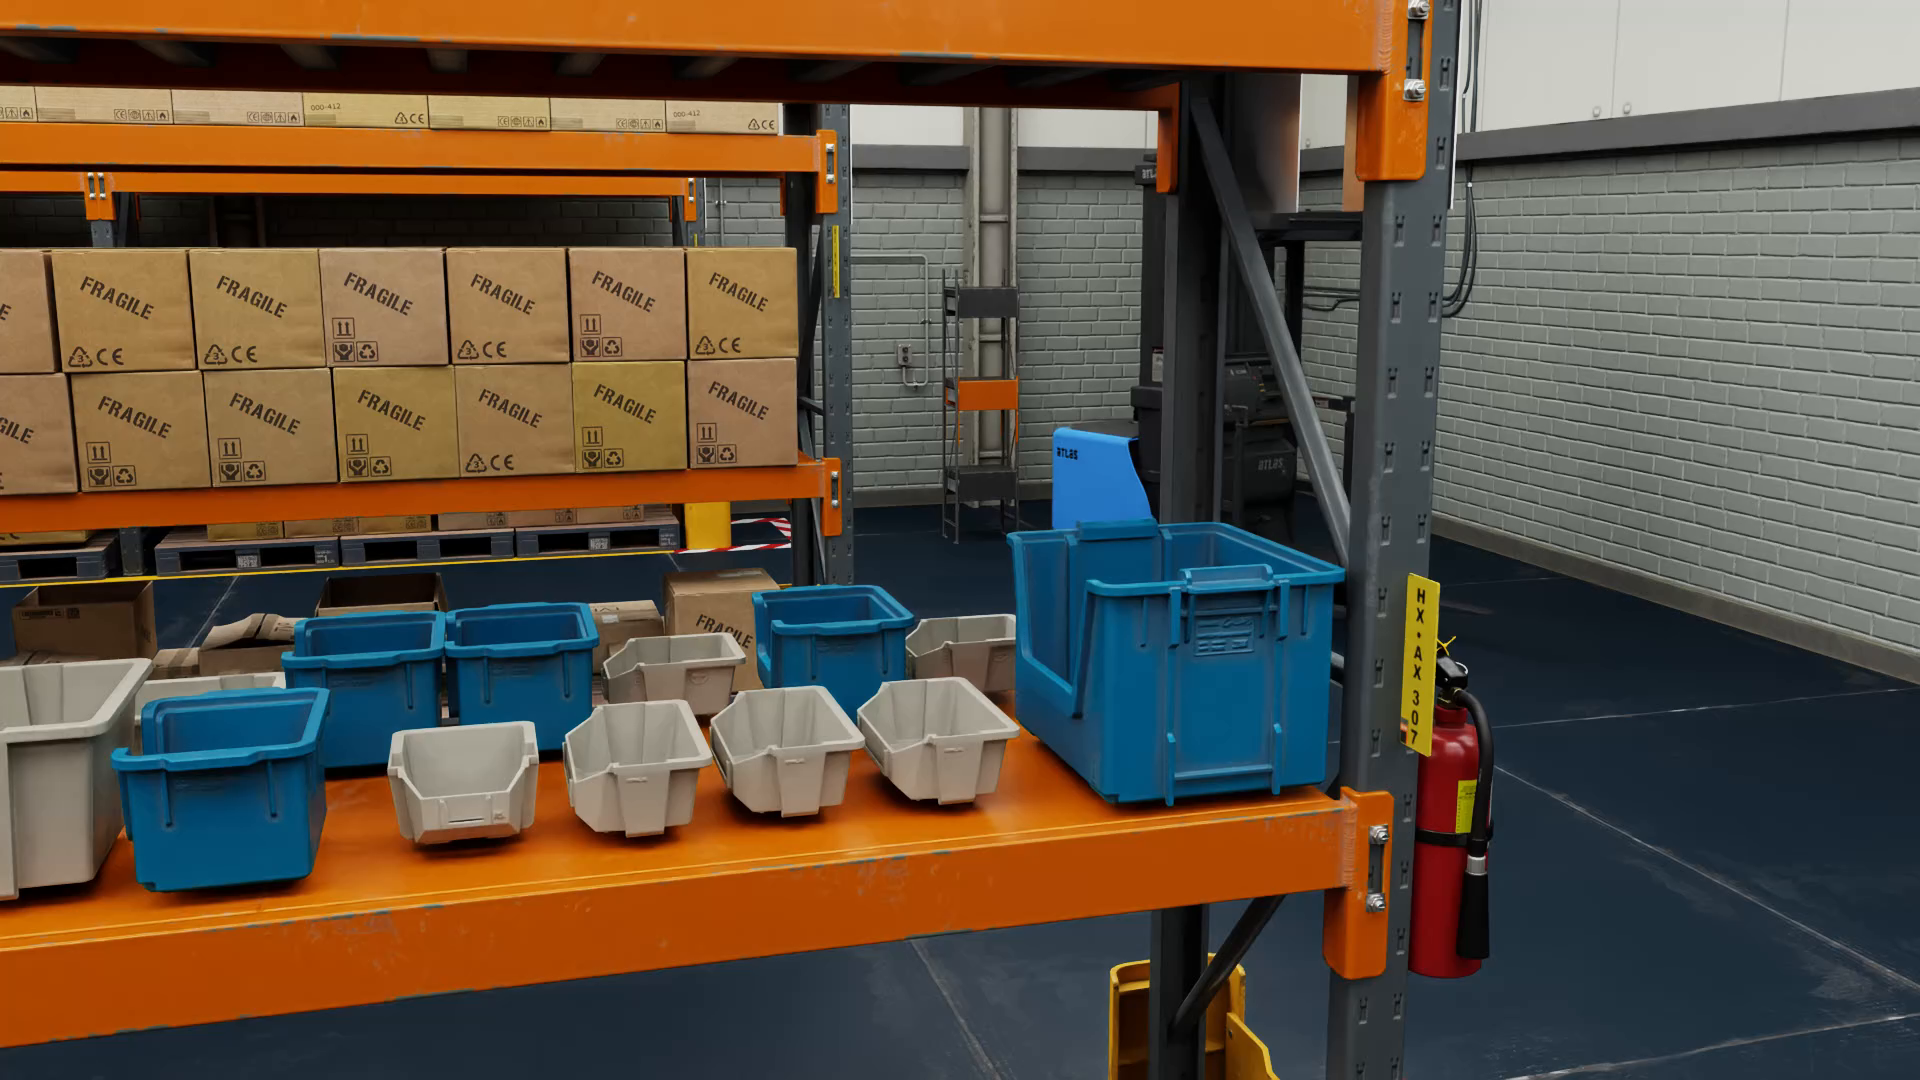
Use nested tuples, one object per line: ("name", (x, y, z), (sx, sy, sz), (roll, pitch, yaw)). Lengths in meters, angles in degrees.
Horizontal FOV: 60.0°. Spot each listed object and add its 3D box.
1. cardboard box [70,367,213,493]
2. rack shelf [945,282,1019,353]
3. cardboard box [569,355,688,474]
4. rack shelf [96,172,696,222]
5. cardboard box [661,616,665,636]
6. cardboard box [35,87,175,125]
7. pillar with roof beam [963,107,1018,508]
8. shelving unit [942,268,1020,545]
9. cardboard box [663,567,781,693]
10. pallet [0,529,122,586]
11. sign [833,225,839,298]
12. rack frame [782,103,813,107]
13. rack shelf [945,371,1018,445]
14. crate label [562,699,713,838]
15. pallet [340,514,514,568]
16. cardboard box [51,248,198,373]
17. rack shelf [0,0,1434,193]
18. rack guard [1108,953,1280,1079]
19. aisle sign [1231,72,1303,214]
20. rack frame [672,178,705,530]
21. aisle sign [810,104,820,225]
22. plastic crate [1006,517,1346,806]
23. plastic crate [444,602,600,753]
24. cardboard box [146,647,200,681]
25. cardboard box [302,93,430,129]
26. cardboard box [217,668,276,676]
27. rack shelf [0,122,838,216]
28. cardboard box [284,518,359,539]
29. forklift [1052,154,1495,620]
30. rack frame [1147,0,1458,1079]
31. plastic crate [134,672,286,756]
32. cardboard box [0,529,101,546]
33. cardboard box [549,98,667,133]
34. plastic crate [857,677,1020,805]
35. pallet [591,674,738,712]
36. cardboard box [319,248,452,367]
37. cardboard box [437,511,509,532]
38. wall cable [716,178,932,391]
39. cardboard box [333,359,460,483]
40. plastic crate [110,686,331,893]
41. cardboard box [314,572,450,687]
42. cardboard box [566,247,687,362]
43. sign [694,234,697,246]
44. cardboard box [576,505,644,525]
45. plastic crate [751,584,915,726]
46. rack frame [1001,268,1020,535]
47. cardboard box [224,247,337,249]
("cardboard box", (-3.488, -0.498, 7.190), (0.500, 0.500, 0.500), (-3, 11, -15))
("rack shelf", (0.159, -1.716, 12.778), (0.480, 0.518, 0.431), (-3, 11, -16))
("cardboard box", (-1.555, -0.599, 7.737), (0.500, 0.500, 0.500), (-3, 11, -15))
("rack shelf", (-4.012, -2.527, 12.193), (4.000, 0.370, 1.077), (-3, 11, -16))
("cardboard box", (-1.442, 0.505, 8.630), (0.250, 0.166, 0.380), (-3, 11, -16))
("cardboard box", (-3.527, -1.852, 6.948), (0.500, 0.250, 0.500), (-3, 11, -16))
("pillar with roof beam", (1.462, -3.996, 9.900), (0.400, 9.000, 9.100), (-3, 11, -16))
("shelving unit", (0.159, -1.041, 12.902), (0.503, 2.100, 0.431), (-3, 11, -16))
("cardboard box", (-1.157, 0.437, 8.077), (0.500, 0.500, 0.500), (-3, 11, -16))
("pallet", (-6.652, 0.119, 11.819), (1.213, 0.211, 1.003), (-3, 11, -16))
("sign", (-0.568, -1.274, 7.609), (0.005, 0.325, 0.100), (-3, 11, -16))
("rack frame", (-0.704, -3.597, 7.729), (0.127, 3.000, 1.000), (-3, 11, -16))
("rack shelf", (0.159, -1.028, 12.904), (0.480, 0.518, 0.431), (-3, 11, -16))
("crate label", (-0.598, 0.418, 3.052), (0.243, 0.136, 0.396), (-3, 11, -16))
("pallet", (-4.007, -0.021, 12.576), (1.213, 0.211, 1.003), (-3, 11, -16))
("cardboard box", (-3.518, -0.986, 7.079), (0.500, 0.500, 0.500), (-3, 11, -18))
("rack shelf", (-1.243, -0.805, 2.838), (4.000, 0.370, 1.077), (-3, 11, -16))
("rack guard", (0.697, 1.441, 3.839), (0.348, 0.500, 1.175), (-3, 11, -16))
("aisle sign", (0.663, -1.119, 3.659), (0.004, 0.787, 0.394), (-3, 11, -16))
("rack frame", (-2.092, -1.507, 12.949), (0.127, 3.000, 1.000), (-3, 11, -16))
("aisle sign", (-0.720, -1.979, 8.333), (0.004, 0.787, 0.394), (-3, 11, -16))
("plastic crate", (0.408, 0.217, 3.317), (0.499, 0.435, 0.616), (-3, 11, -16))
("plastic crate", (-0.916, 0.290, 3.485), (0.300, 0.233, 0.416), (-3, 11, -16))
("cardboard box", (-3.733, 0.634, 7.975), (0.250, 0.149, 0.380), (-3, 11, -16))
("cardboard box", (-2.567, -1.902, 7.225), (0.500, 0.250, 0.500), (-3, 11, -16))
("cardboard box", (-3.253, 0.704, 7.548), (0.250, 0.166, 0.380), (-3, 11, -16))
("rack shelf", (-2.624, -1.666, 7.516), (4.000, 0.370, 1.077), (-3, 11, -16))
("cardboard box", (-4.702, -0.327, 12.281), (0.500, 0.500, 0.700), (-3, 11, -17))
("forklift", (1.897, -0.987, 10.312), (1.130, 2.935, 3.031), (-8, 13, -36))
("rack frame", (0.678, 0.216, 3.591), (0.053, 2.616, 0.949), (-3, 11, -16))
("plastic crate", (-1.575, 0.377, 3.275), (0.466, 0.136, 0.293), (-3, 11, -16))
("cardboard box", (-6.520, -0.399, 11.705), (0.750, 0.750, 0.750), (-3, 11, -15))
("cardboard box", (-1.606, -1.953, 7.497), (0.500, 0.250, 0.500), (-3, 11, -16))
("plastic crate", (-0.055, 0.388, 3.217), (0.243, 0.136, 0.396), (-3, 11, -16))
("pallet", (-1.542, 0.770, 8.284), (1.213, 0.211, 1.003), (-3, 11, -16))
("cardboard box", (-2.529, -1.038, 7.363), (0.500, 0.500, 0.500), (-3, 11, -14))
("cardboard box", (-3.699, -0.381, 12.574), (0.500, 0.500, 0.700), (-3, 11, -18))
("wall cable", (-1.127, -2.236, 14.102), (1.851, 1.984, 0.084), (-3, 11, -16))
("cardboard box", (-2.519, -0.549, 7.467), (0.500, 0.500, 0.500), (-3, 11, -17))
("plastic crate", (-1.223, 0.416, 2.797), (0.300, 0.233, 0.416), (-3, 11, -16))
("cardboard box", (-2.742, 0.472, 7.880), (0.637, 0.503, 0.797), (-3, 11, -16))
("cardboard box", (-1.539, -1.091, 7.651), (0.500, 0.500, 0.500), (-3, 11, -14))
("sign", (-1.953, -2.098, 12.306), (0.005, 0.325, 0.100), (-3, 11, -16))
("cardboard box", (-2.736, -0.432, 12.850), (0.500, 0.500, 0.700), (-3, 11, -16))
("plastic crate", (-0.284, 0.256, 3.666), (0.300, 0.233, 0.416), (-3, 11, -16))
("rack frame", (0.393, -1.053, 12.969), (0.015, 2.100, 0.400), (-3, 11, -16))
("cardboard box", (-3.156, -1.107, 7.738), (0.500, 0.500, 0.500), (-3, 11, -15))
